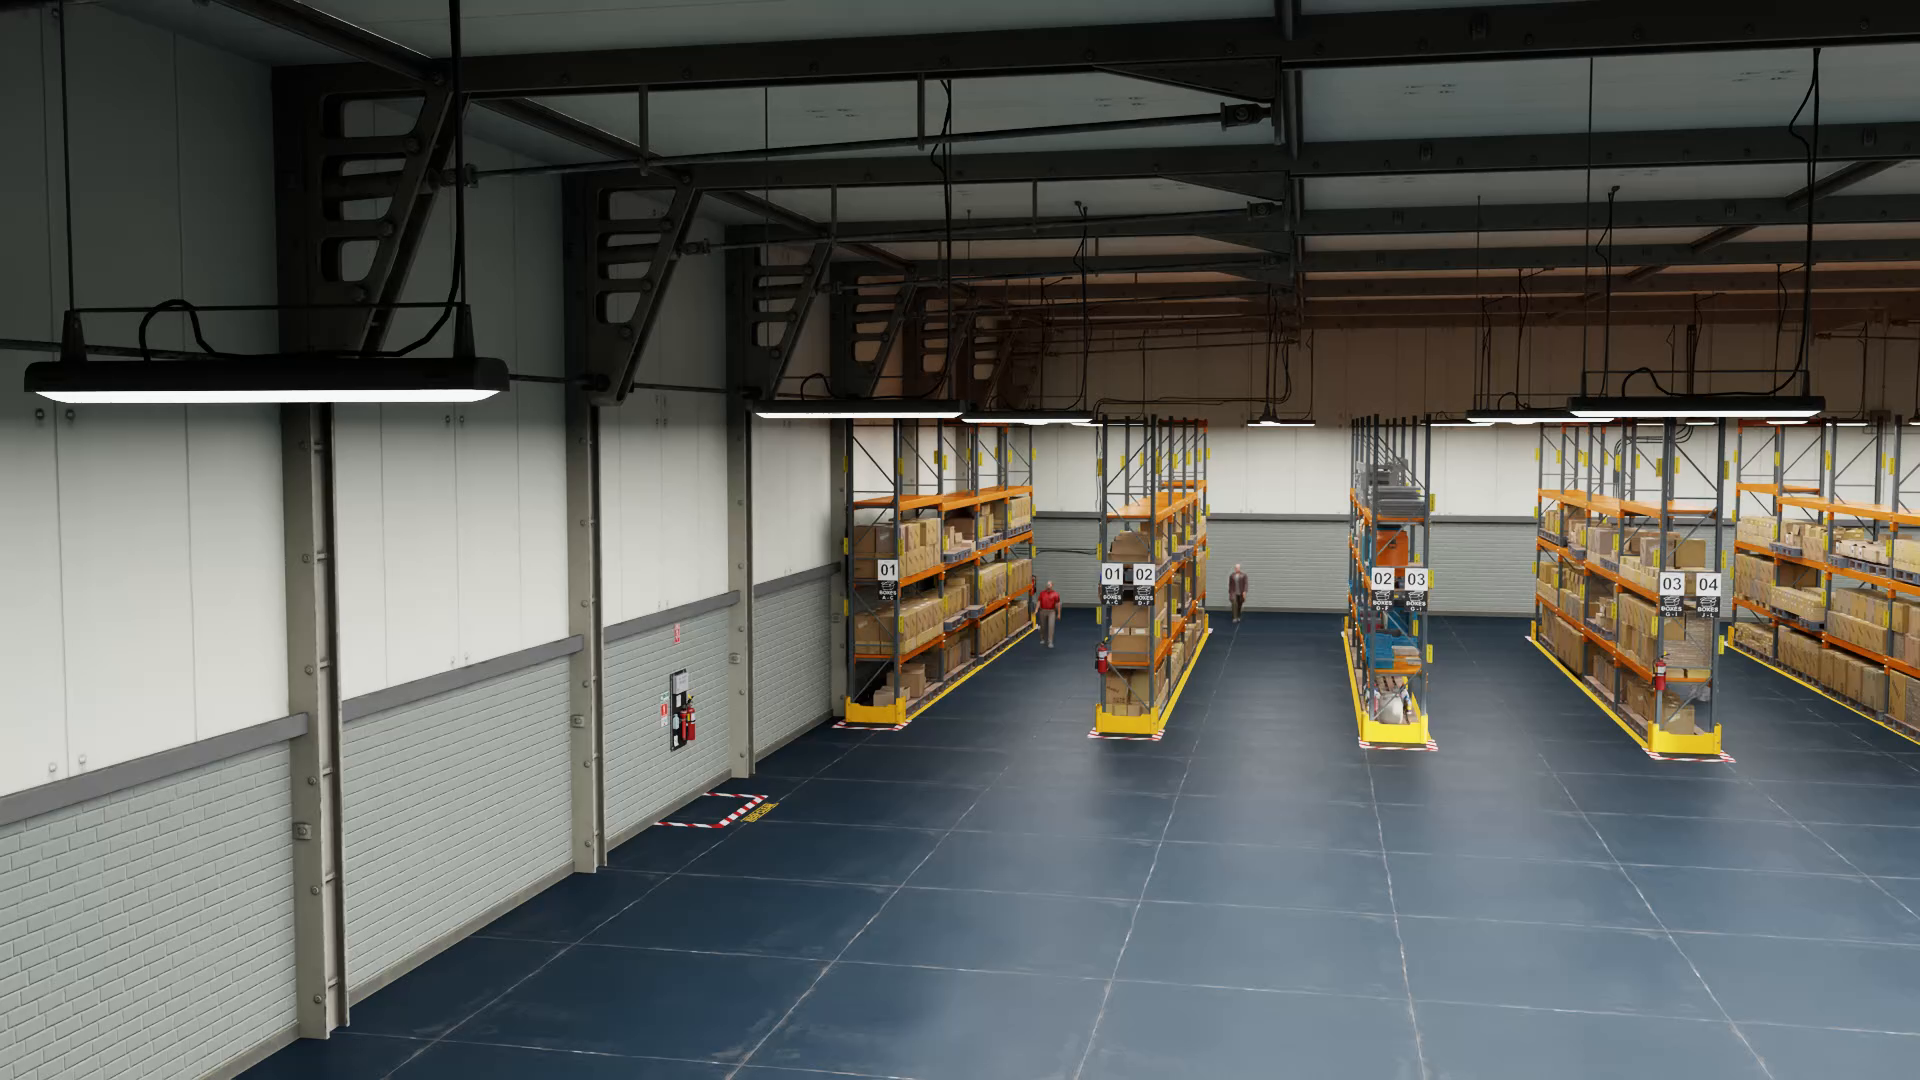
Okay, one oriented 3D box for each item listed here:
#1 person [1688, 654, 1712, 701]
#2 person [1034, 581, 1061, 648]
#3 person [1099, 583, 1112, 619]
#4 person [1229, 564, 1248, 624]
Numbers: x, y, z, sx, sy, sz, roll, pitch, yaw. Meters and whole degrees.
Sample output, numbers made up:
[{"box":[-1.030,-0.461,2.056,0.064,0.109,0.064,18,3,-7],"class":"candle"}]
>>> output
[{"box":[15.673,2.545,35.208,0.437,1.667,0.506,-1,4,-19],"class":"person"},{"box":[2.224,1.879,42.265,0.681,1.665,1.029,0,4,4],"class":"person"},{"box":[4.471,1.578,50.029,0.494,1.666,0.533,-1,4,-12],"class":"person"},{"box":[8.195,1.577,48.921,0.551,1.719,1.116,0,4,1],"class":"person"}]
